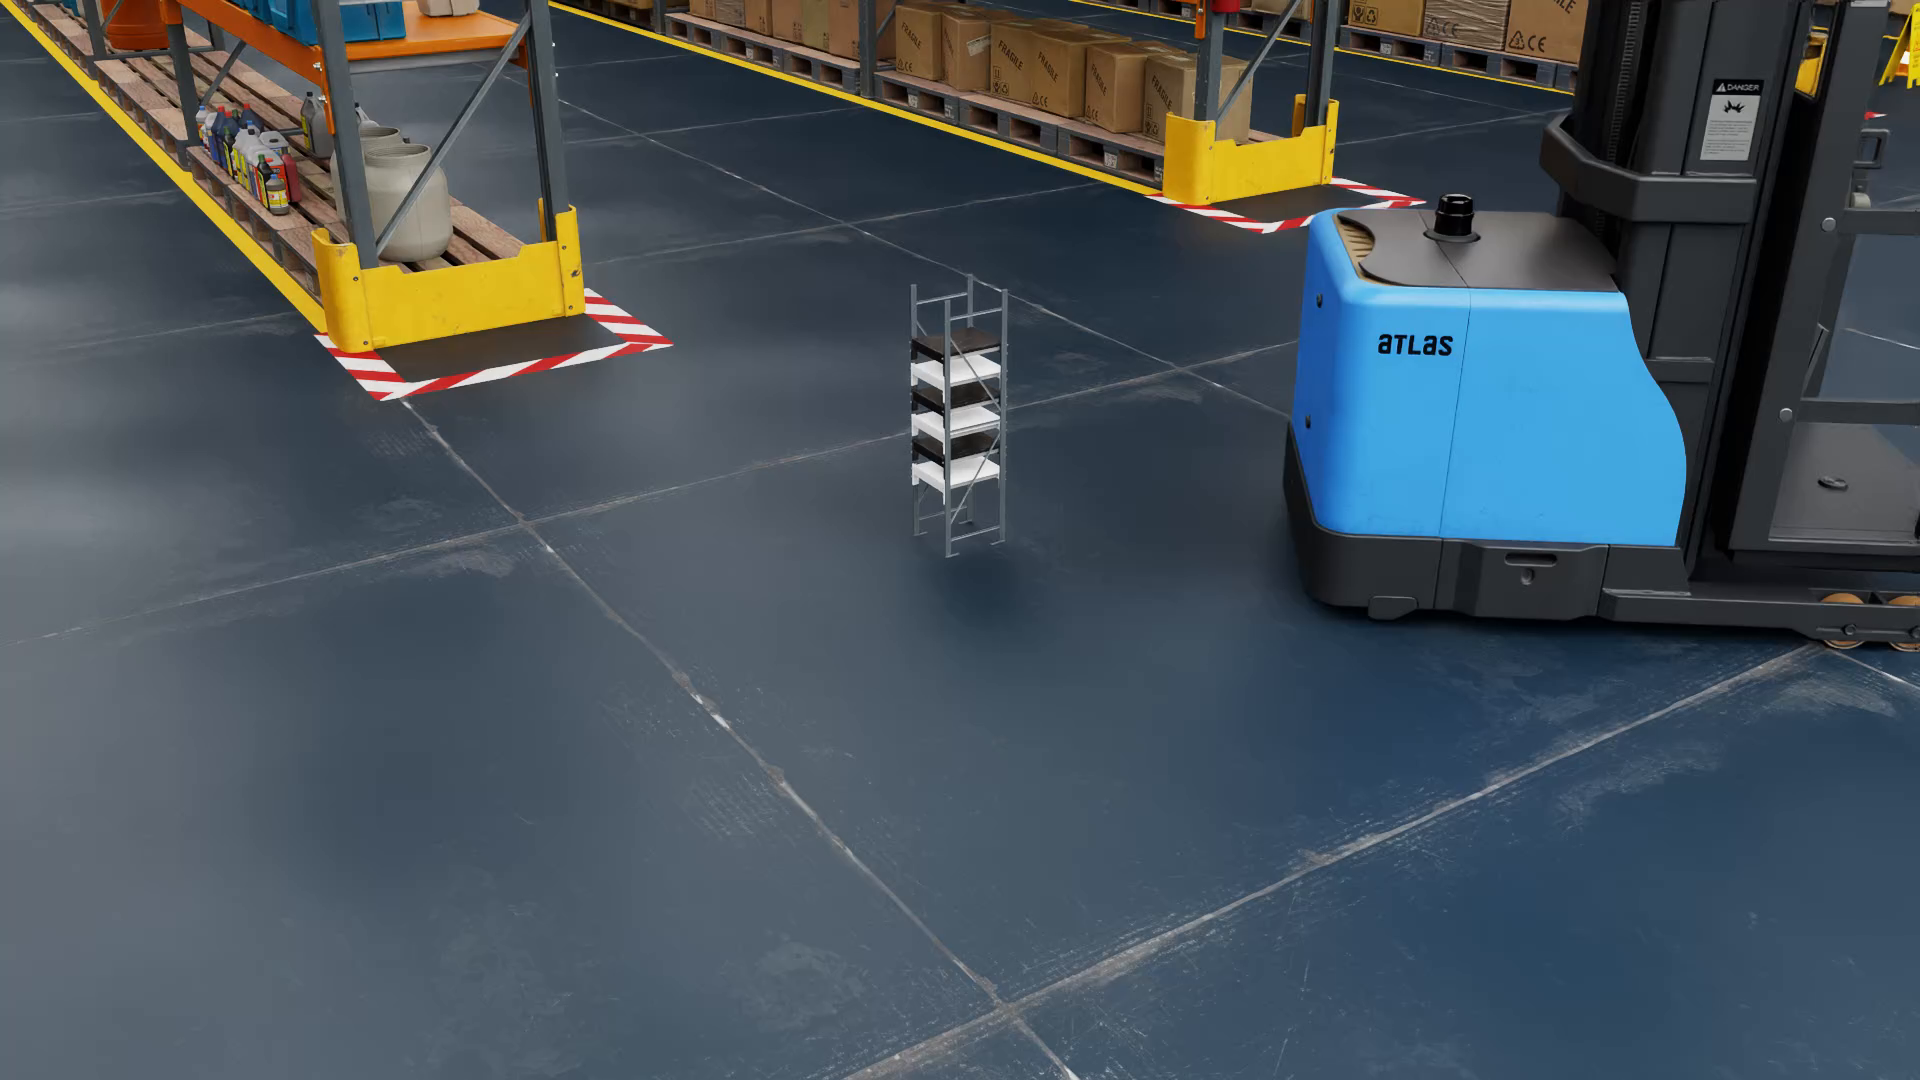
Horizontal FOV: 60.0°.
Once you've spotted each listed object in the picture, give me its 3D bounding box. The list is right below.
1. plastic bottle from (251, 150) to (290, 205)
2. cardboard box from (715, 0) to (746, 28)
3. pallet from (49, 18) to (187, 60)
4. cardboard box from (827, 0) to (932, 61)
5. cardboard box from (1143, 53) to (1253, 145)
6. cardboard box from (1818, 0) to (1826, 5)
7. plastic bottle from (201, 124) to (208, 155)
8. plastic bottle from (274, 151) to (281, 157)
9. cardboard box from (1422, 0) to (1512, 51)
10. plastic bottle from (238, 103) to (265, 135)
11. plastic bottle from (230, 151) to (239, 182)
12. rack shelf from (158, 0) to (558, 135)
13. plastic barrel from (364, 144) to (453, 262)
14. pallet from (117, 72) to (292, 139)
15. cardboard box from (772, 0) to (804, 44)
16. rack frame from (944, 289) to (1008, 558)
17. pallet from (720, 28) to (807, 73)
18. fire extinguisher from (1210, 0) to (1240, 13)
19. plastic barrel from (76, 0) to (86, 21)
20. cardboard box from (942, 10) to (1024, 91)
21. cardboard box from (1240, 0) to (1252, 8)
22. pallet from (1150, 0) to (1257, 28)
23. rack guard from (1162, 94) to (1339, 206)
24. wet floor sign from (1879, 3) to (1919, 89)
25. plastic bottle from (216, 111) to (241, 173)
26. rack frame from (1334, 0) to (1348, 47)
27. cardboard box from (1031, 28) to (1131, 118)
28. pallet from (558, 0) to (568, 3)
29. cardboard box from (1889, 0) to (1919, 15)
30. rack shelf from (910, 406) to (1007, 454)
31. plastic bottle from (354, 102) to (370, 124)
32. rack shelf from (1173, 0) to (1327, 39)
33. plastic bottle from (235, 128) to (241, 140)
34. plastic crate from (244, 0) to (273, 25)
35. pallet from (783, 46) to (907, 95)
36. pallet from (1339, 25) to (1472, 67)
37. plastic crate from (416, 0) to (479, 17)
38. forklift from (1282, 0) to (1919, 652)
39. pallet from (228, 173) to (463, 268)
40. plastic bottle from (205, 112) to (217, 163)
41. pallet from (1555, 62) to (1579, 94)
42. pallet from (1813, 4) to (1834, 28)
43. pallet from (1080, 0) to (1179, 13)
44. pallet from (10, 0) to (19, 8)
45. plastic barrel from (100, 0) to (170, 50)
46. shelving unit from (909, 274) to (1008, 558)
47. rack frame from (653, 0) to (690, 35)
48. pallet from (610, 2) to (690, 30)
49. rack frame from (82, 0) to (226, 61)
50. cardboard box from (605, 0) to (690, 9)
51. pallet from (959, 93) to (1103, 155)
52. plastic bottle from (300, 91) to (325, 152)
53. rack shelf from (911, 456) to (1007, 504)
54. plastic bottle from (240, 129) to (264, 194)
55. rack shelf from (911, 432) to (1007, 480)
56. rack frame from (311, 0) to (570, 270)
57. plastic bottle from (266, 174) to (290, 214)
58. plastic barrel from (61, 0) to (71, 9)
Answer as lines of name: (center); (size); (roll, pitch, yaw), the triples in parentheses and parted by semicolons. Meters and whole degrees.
plastic bottle: (-3.789, -1.993, 9.134); (0.152, 0.276, 0.135); (-15, 29, -29)
cardboard box: (-1.826, -5.029, 15.301); (0.700, 0.500, 0.500); (-18, 31, -34)
pallet: (-7.799, -4.683, 15.424); (1.003, 0.211, 1.213); (-16, 29, -30)
cardboard box: (-0.655, -4.253, 13.658); (0.700, 0.500, 0.500); (-18, 31, -33)
cardboard box: (1.519, -2.816, 10.637); (0.500, 0.500, 0.500); (-10, 27, -20)
cardboard box: (8.653, -5.564, 16.752); (0.500, 0.250, 0.500); (-16, 30, -30)
plastic bottle: (-4.626, -2.487, 10.266); (0.097, 0.201, 0.097); (0, 25, 0)
plastic bottle: (-3.881, -2.111, 9.471); (0.097, 0.201, 0.097); (0, 25, 0)
cardboard box: (4.653, -4.746, 14.286); (0.875, 0.875, 0.875); (-15, 29, -29)
plastic bottle: (-4.274, -2.455, 10.024); (0.144, 0.351, 0.185); (-16, 29, -30)
plastic bottle: (-4.157, -2.179, 9.616); (0.097, 0.201, 0.097); (0, 25, 0)
rack shelf: (-3.396, -2.765, 8.936); (1.077, 0.370, 4.000); (-16, 29, -30)
plastic barrel: (-2.728, -1.657, 8.169); (0.421, 0.512, 0.421); (0, 25, 0)
pallet: (-5.619, -3.253, 12.394); (1.003, 0.211, 1.213); (-16, 29, -30)
cardboard box: (-1.206, -4.628, 14.453); (0.700, 0.500, 0.500); (-18, 31, -34)
rack frame: (0.051, -0.373, 5.487); (0.240, 0.900, 0.006); (-16, 29, -30)
pallet: (-1.435, -4.414, 14.852); (1.003, 0.211, 1.213); (-16, 29, -30)
fire extinguisher: (1.522, -3.346, 9.414); (0.296, 0.674, 0.183); (-16, 29, -30)
plastic barrel: (-7.953, -5.057, 15.371); (0.421, 0.512, 0.421); (0, 25, 0)
cardboard box: (0.166, -3.664, 12.434); (0.500, 0.500, 0.500); (-6, 26, -13)
cardboard box: (2.935, -5.799, 16.664); (1.050, 0.750, 0.750); (-16, 29, -30)
pallet: (2.718, -5.514, 17.183); (1.003, 0.211, 1.213); (-16, 29, -30)
rack guard: (1.804, -2.426, 10.303); (1.175, 0.500, 0.348); (-16, 29, -30)
wet floor sign: (7.731, -4.035, 13.542); (0.267, 0.644, 0.232); (-22, 33, -38)
plastic bottle: (-4.292, -2.354, 9.810); (0.144, 0.351, 0.185); (-17, 30, -32)
rack frame: (3.873, -6.080, 15.115); (1.000, 3.000, 0.127); (-16, 29, -30)
cardboard box: (0.838, -3.250, 11.557); (0.500, 0.500, 0.500); (-13, 28, -25)
pallet: (-4.221, -6.302, 18.852); (1.003, 0.211, 1.213); (-16, 29, -30)
cardboard box: (9.206, -5.199, 15.978); (0.500, 0.250, 0.500); (-15, 29, -29)
rack shelf: (-0.004, -0.380, 5.578); (0.258, 0.077, 0.200); (-16, 29, -30)
plastic bottle: (-3.614, -2.459, 10.033); (0.144, 0.351, 0.185); (-16, 29, -30)
rack shelf: (0.754, -3.919, 11.381); (1.077, 0.370, 4.000); (-16, 29, -30)
plastic bottle: (-4.180, -2.274, 9.734); (0.097, 0.271, 0.097); (0, 25, 0)
plastic crate: (-3.178, -2.650, 8.025); (0.499, 0.251, 0.408); (-16, 29, -30)
pallet: (-0.764, -3.977, 13.927); (1.003, 0.211, 1.213); (-16, 29, -30)
pallet: (4.222, -4.528, 15.095); (1.003, 0.211, 1.213); (-16, 29, -30)
plastic crate: (-2.523, -2.651, 8.160); (0.298, 0.136, 0.250); (-16, 29, -30)
forklift: (2.637, -1.225, 4.911); (3.031, 2.935, 1.130); (2, 25, 5)
pallet: (-3.486, -1.858, 9.438); (1.003, 0.211, 1.213); (-16, 29, -30)
plastic bottle: (-4.482, -2.447, 10.096); (0.152, 0.276, 0.135); (-14, 29, -28)
pallet: (5.554, -3.656, 13.246); (1.003, 0.211, 1.213); (-16, 29, -30)
pallet: (9.031, -5.340, 16.813); (1.003, 0.211, 1.213); (-16, 29, -30)
pallet: (2.056, -5.950, 18.106); (1.003, 0.211, 1.213); (-16, 29, -30)
pallet: (-9.959, -6.097, 18.417); (1.003, 0.211, 1.213); (-16, 29, -30)
plastic barrel: (-6.953, -4.616, 14.064); (0.600, 0.830, 0.708); (-16, 29, -30)
shelving unit: (-0.004, -0.410, 5.564); (0.258, 0.900, 0.210); (-16, 29, -30)
rack frame: (-2.522, -6.391, 15.773); (1.000, 3.000, 0.127); (-16, 29, -30)
pallet: (-2.889, -5.429, 17.003); (1.003, 0.211, 1.213); (-16, 29, -30)
rack frame: (-6.672, -5.236, 13.328); (1.000, 3.000, 0.127); (-16, 29, -30)
cardboard box: (-2.881, -5.871, 16.670); (1.225, 0.875, 0.875); (-17, 30, -32)
pallet: (0.728, -3.030, 11.921); (1.003, 0.211, 1.213); (-16, 29, -30)
plastic bottle: (-4.016, -2.610, 10.352); (0.144, 0.351, 0.185); (-16, 29, -30)
rack shelf: (-0.004, -0.217, 5.655); (0.258, 0.077, 0.200); (-16, 29, -30)
plastic bottle: (-3.958, -2.135, 9.347); (0.144, 0.351, 0.185); (-14, 29, -27)
rack shelf: (-0.004, -0.298, 5.617); (0.258, 0.077, 0.200); (-16, 29, -30)
rack frame: (-2.304, -2.375, 7.267); (1.000, 3.000, 0.127); (-16, 29, -30)
plastic bottle: (-3.674, -1.863, 8.945); (0.097, 0.201, 0.097); (0, 25, 0)
plastic barrel: (-8.573, -5.709, 16.297); (0.600, 0.901, 0.708); (-16, 29, -30)
